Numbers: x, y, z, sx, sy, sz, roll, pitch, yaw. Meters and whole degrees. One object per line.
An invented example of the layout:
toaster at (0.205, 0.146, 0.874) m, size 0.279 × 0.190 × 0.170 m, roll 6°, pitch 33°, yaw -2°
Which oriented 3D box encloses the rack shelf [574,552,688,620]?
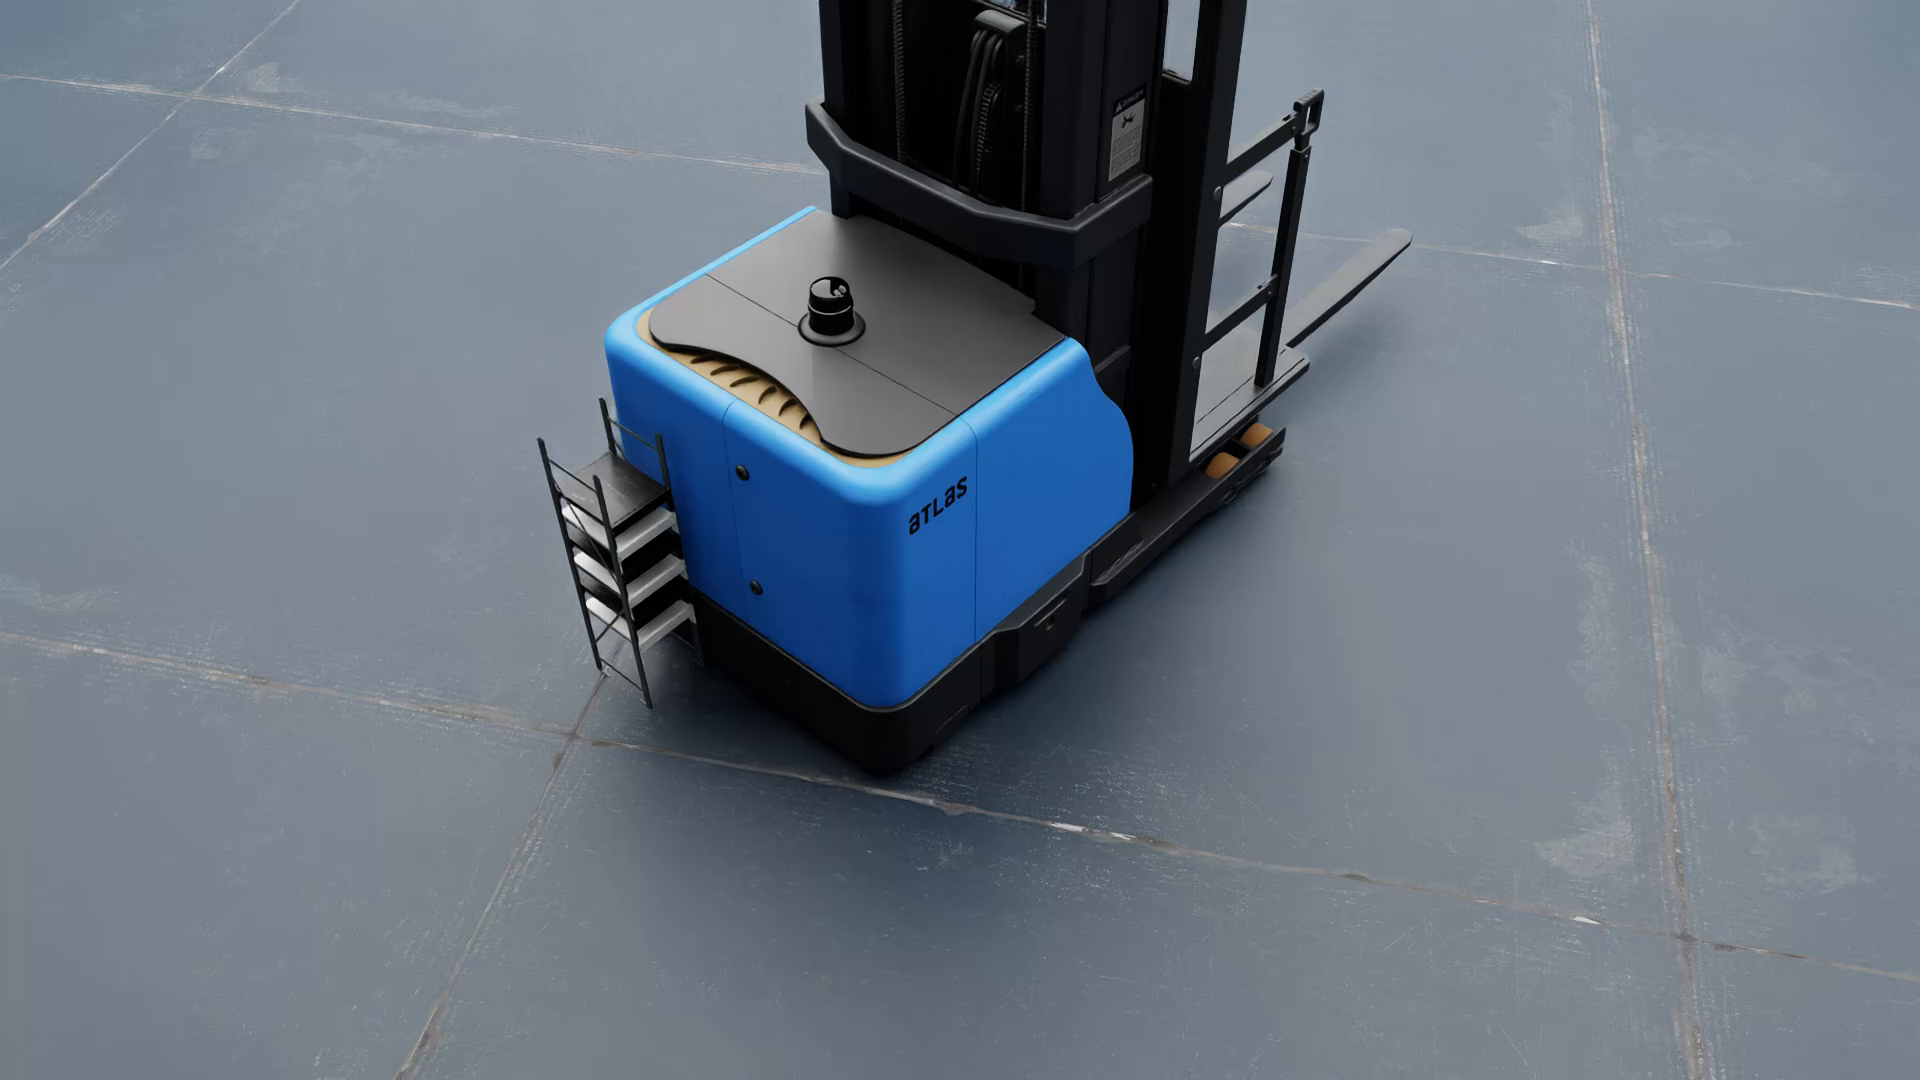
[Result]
rack shelf at (-0.909, 0.079, 4.563) m, size 0.258 × 0.077 × 0.200 m, roll 31°, pitch 53°, yaw 28°

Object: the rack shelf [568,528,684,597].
rack shelf at (-0.910, 0.015, 4.500) m, size 0.258 × 0.077 × 0.200 m, roll 31°, pitch 53°, yaw 28°

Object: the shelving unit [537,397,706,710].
shelving unit at (-0.909, 0.055, 4.540) m, size 0.258 × 0.900 × 0.210 m, roll 31°, pitch 53°, yaw 28°

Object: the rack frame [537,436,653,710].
rack frame at (-0.976, 0.110, 4.487) m, size 0.240 × 0.900 × 0.006 m, roll 31°, pitch 53°, yaw 28°

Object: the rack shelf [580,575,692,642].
rack shelf at (-0.907, 0.143, 4.627) m, size 0.258 × 0.077 × 0.200 m, roll 31°, pitch 53°, yaw 28°

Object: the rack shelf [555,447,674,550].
rack shelf at (-0.913, -0.112, 4.372) m, size 0.258 × 0.077 × 0.200 m, roll 31°, pitch 53°, yaw 28°

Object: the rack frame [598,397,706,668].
rack frame at (-0.842, 0.000, 4.593) m, size 0.240 × 0.900 × 0.006 m, roll 31°, pitch 53°, yaw 28°

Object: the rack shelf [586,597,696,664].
rack shelf at (-0.906, 0.206, 4.691) m, size 0.258 × 0.077 × 0.200 m, roll 31°, pitch 53°, yaw 28°

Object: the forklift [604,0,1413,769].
forklift at (0.412, -1.381, 4.571) m, size 1.130 × 2.935 × 3.031 m, roll 31°, pitch 52°, yaw 28°

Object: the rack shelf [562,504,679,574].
rack shelf at (-0.912, -0.048, 4.436) m, size 0.258 × 0.077 × 0.200 m, roll 31°, pitch 53°, yaw 28°
